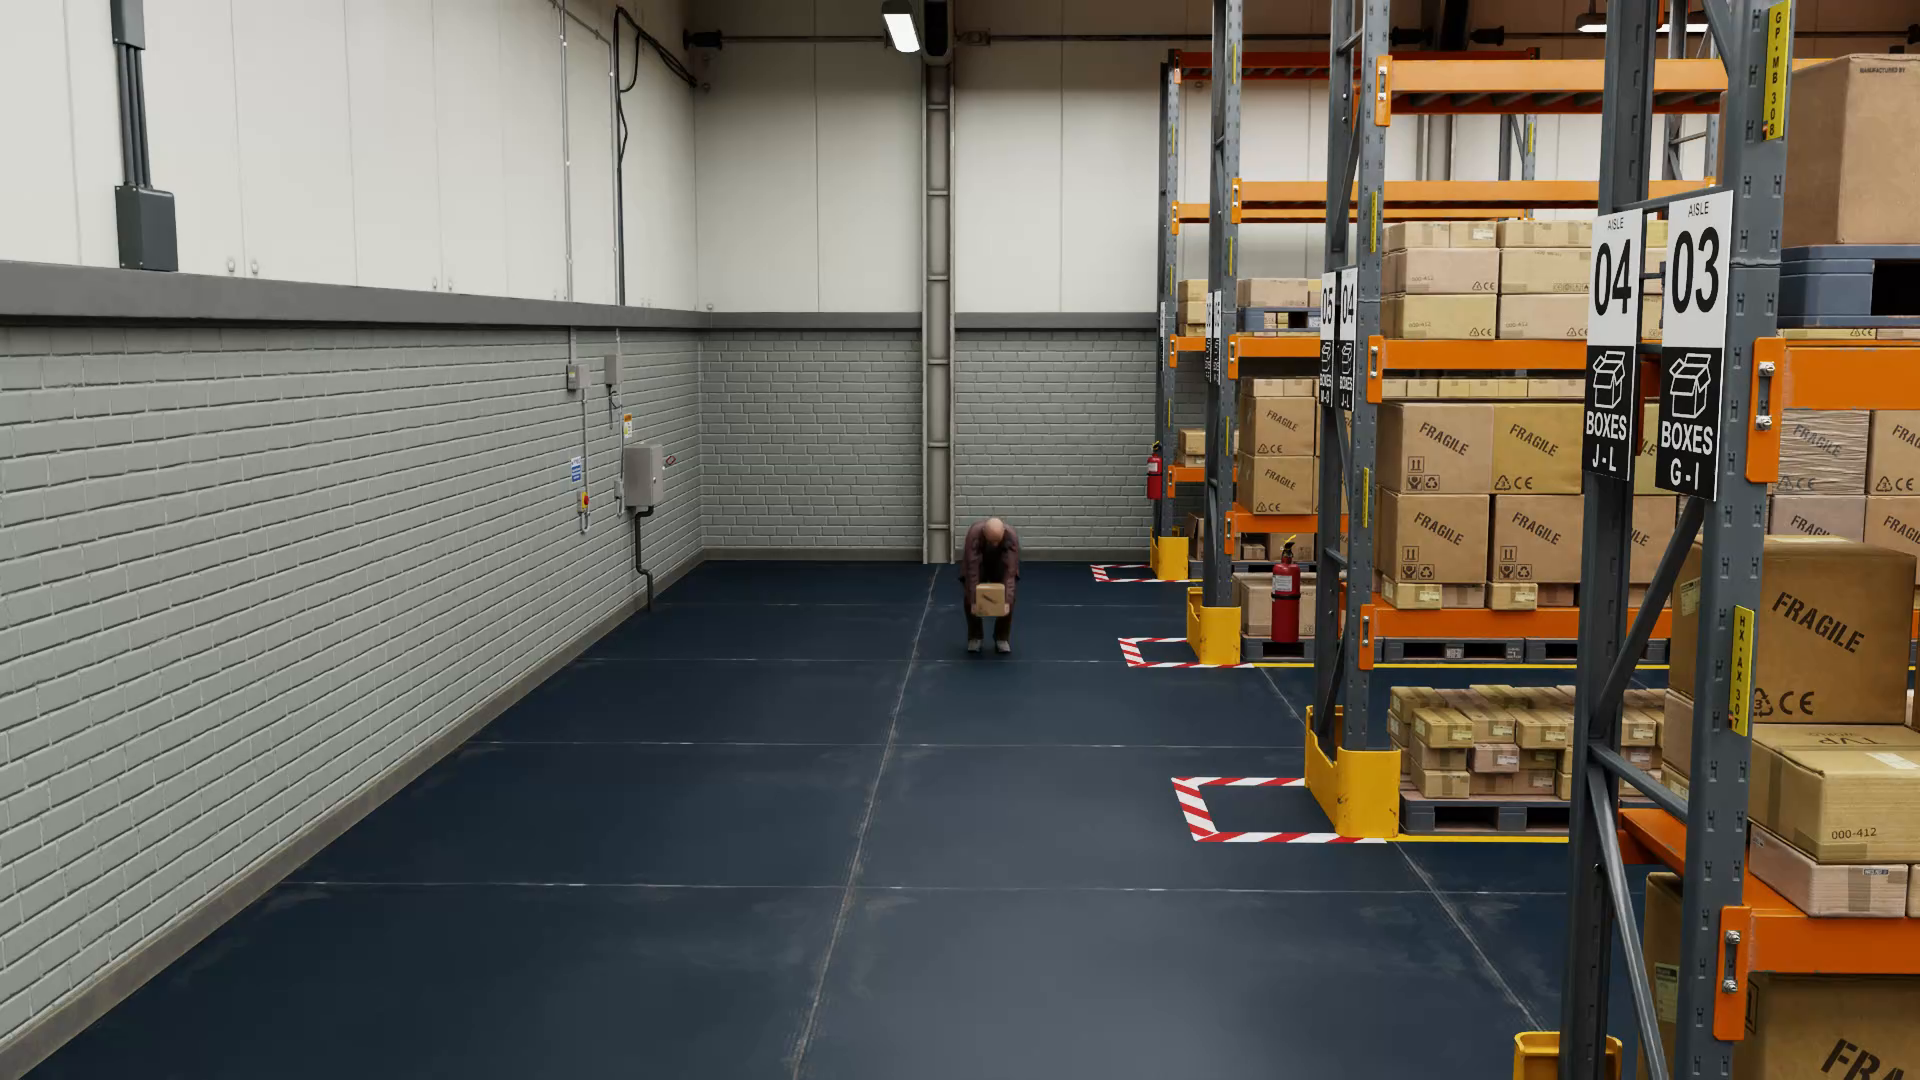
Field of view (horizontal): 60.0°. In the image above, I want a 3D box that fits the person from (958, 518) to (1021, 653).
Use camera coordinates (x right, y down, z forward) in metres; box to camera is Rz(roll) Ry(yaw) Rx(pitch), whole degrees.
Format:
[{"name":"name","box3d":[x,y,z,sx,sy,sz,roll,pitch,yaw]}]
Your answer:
[{"name":"person","box3d":[0.266,0.395,14.781,0.566,1.252,0.916,0,7,-1]}]
